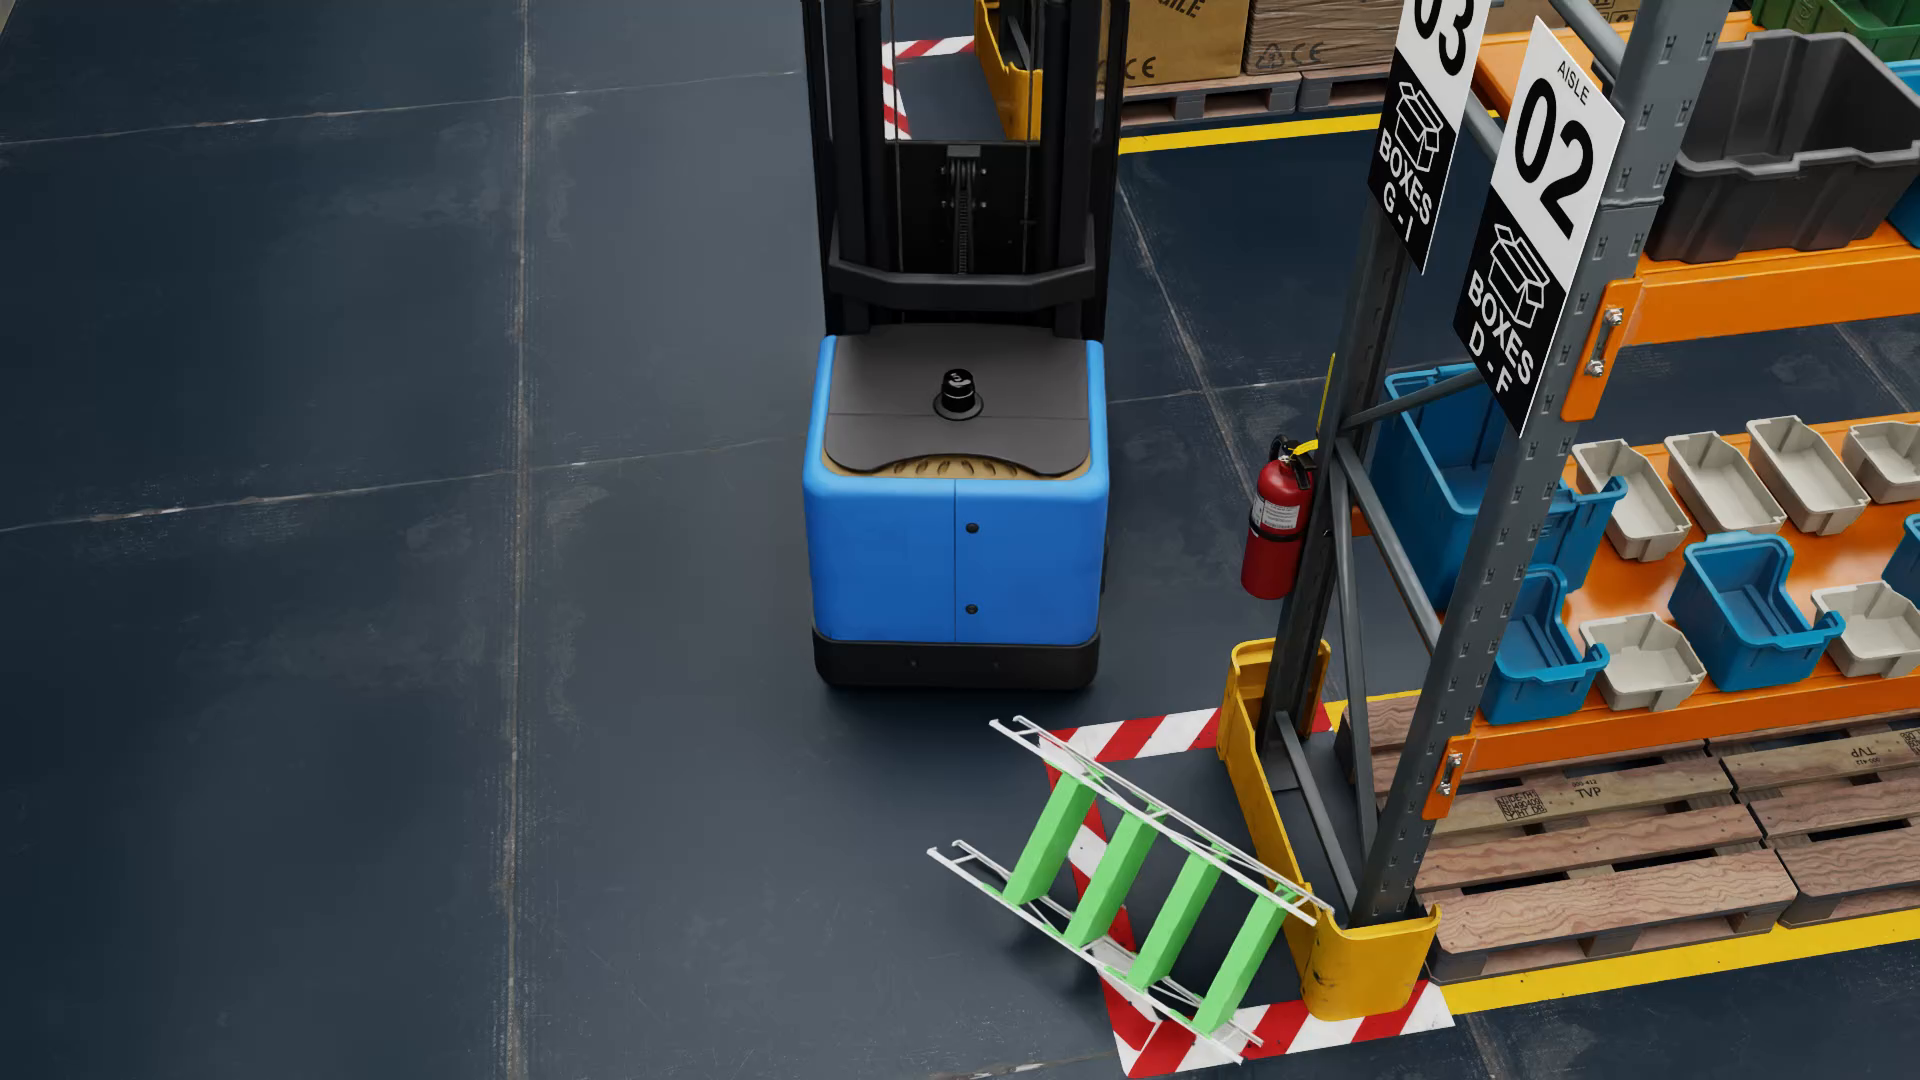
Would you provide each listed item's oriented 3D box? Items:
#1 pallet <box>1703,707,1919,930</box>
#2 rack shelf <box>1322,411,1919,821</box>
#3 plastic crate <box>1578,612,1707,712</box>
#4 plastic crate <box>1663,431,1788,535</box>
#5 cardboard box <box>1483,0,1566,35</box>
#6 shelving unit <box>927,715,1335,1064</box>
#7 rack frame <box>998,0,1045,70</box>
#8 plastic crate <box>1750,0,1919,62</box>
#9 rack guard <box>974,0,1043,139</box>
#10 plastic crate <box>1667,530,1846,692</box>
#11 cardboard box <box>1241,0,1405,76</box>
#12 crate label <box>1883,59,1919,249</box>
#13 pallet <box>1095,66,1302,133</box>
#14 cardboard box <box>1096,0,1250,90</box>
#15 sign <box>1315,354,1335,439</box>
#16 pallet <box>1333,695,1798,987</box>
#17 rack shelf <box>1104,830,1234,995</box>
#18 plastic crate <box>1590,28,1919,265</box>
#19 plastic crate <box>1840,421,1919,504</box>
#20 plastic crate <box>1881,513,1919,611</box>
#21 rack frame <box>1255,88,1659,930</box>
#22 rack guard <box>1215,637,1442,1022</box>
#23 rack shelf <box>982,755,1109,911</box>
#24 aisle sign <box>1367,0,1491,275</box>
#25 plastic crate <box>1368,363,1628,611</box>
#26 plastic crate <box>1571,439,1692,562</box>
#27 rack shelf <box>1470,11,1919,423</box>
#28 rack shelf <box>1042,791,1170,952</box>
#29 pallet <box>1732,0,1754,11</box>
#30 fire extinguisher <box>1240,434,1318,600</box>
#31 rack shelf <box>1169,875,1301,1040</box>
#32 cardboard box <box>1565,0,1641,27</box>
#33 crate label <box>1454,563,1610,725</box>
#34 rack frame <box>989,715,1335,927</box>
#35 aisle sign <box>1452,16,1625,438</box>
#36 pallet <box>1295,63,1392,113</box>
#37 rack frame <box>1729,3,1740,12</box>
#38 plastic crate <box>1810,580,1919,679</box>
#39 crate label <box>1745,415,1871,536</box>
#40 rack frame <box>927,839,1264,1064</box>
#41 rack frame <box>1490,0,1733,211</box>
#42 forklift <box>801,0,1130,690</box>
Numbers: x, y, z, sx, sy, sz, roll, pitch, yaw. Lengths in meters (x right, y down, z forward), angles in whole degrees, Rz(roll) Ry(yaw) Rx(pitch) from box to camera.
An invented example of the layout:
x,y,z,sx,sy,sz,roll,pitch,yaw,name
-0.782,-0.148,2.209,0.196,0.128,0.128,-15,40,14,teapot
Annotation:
x,y,z,sx,sy,sz,roll,pitch,yaw,name
3.226,0.793,5.839,1.213,0.211,1.003,-7,46,-7,pallet
3.178,0.051,5.118,4.000,0.370,1.077,-7,46,-7,rack shelf
1.837,0.340,4.481,0.298,0.136,0.250,-7,46,-7,plastic crate
2.268,-0.136,4.940,0.243,0.136,0.396,-7,46,-7,plastic crate
2.753,-3.233,8.965,0.875,0.875,0.875,-7,46,-7,cardboard box
0.524,1.085,5.310,1.200,0.503,0.258,30,11,24,shelving unit
0.363,-3.468,8.008,0.127,3.000,1.000,-7,46,-7,rack frame
2.130,-1.244,3.930,0.336,0.188,0.450,-7,46,-7,plastic crate
0.339,-2.597,8.905,0.348,0.500,1.175,-7,46,-7,rack guard
2.155,0.207,4.543,0.300,0.233,0.416,-7,46,-7,plastic crate
1.876,-3.123,8.860,0.875,0.875,0.875,-7,46,-7,cardboard box
2.171,-0.826,3.483,0.502,0.251,0.408,-7,46,-7,crate label
1.137,-2.654,9.160,1.213,0.211,1.003,-7,46,-7,pallet
0.980,-3.011,8.752,0.875,0.875,0.875,-7,46,-7,cardboard box
1.097,-0.398,4.937,0.005,0.325,0.100,-7,46,-7,sign
2.026,0.941,5.697,1.213,0.211,1.003,-7,46,-7,pallet
0.663,1.165,5.239,0.148,0.480,0.258,30,11,24,rack shelf
1.634,-0.798,3.444,0.590,0.269,0.497,-7,46,-7,plastic crate
2.827,-0.237,5.037,0.250,0.136,0.298,-7,46,-7,plastic crate
2.804,0.126,4.620,0.300,0.233,0.416,-7,46,-7,plastic crate
1.207,0.047,4.622,0.127,3.000,1.000,-7,46,-7,rack frame
1.186,0.926,5.510,0.348,0.500,1.175,-7,46,-7,rack guard
0.283,0.948,5.433,0.148,0.480,0.258,30,11,24,rack shelf
1.086,-1.054,3.877,0.004,0.787,0.394,-7,46,-7,aisle sign
1.505,-0.160,4.755,0.499,0.435,0.616,-7,46,-7,plastic crate
1.980,-0.111,4.915,0.243,0.136,0.396,-7,46,-7,plastic crate
3.178,-0.990,4.037,4.000,0.370,1.077,-7,46,-7,rack shelf
0.473,1.056,5.336,0.148,0.480,0.258,30,11,24,rack shelf
5.051,-3.140,9.628,1.213,0.211,1.003,-7,46,-7,pallet
0.981,-0.101,5.077,0.183,0.674,0.296,-7,46,-7,fire extinguisher
0.854,1.274,5.141,0.148,0.480,0.258,30,11,24,rack shelf
3.640,-3.343,9.072,0.875,0.875,0.875,-7,46,-7,cardboard box
1.507,0.287,4.465,0.303,0.233,0.416,-7,46,-7,crate label
0.625,0.868,5.266,1.200,0.015,0.240,30,11,24,rack frame
1.187,-0.635,3.474,0.004,0.787,0.394,-7,46,-7,aisle sign
2.337,-2.801,9.302,1.213,0.211,1.003,-7,46,-7,pallet
4.304,-3.959,8.481,0.127,3.000,1.000,-7,46,-7,rack frame
2.505,0.257,4.561,0.298,0.136,0.250,-7,46,-7,plastic crate
2.538,-0.188,4.990,0.243,0.136,0.396,-7,46,-7,crate label
0.422,1.303,5.354,1.200,0.015,0.240,30,11,24,rack frame
1.207,-2.035,2.461,0.127,3.000,1.000,-7,46,-7,rack frame
0.027,-1.513,6.173,1.130,2.935,3.031,1,46,1,forklift
